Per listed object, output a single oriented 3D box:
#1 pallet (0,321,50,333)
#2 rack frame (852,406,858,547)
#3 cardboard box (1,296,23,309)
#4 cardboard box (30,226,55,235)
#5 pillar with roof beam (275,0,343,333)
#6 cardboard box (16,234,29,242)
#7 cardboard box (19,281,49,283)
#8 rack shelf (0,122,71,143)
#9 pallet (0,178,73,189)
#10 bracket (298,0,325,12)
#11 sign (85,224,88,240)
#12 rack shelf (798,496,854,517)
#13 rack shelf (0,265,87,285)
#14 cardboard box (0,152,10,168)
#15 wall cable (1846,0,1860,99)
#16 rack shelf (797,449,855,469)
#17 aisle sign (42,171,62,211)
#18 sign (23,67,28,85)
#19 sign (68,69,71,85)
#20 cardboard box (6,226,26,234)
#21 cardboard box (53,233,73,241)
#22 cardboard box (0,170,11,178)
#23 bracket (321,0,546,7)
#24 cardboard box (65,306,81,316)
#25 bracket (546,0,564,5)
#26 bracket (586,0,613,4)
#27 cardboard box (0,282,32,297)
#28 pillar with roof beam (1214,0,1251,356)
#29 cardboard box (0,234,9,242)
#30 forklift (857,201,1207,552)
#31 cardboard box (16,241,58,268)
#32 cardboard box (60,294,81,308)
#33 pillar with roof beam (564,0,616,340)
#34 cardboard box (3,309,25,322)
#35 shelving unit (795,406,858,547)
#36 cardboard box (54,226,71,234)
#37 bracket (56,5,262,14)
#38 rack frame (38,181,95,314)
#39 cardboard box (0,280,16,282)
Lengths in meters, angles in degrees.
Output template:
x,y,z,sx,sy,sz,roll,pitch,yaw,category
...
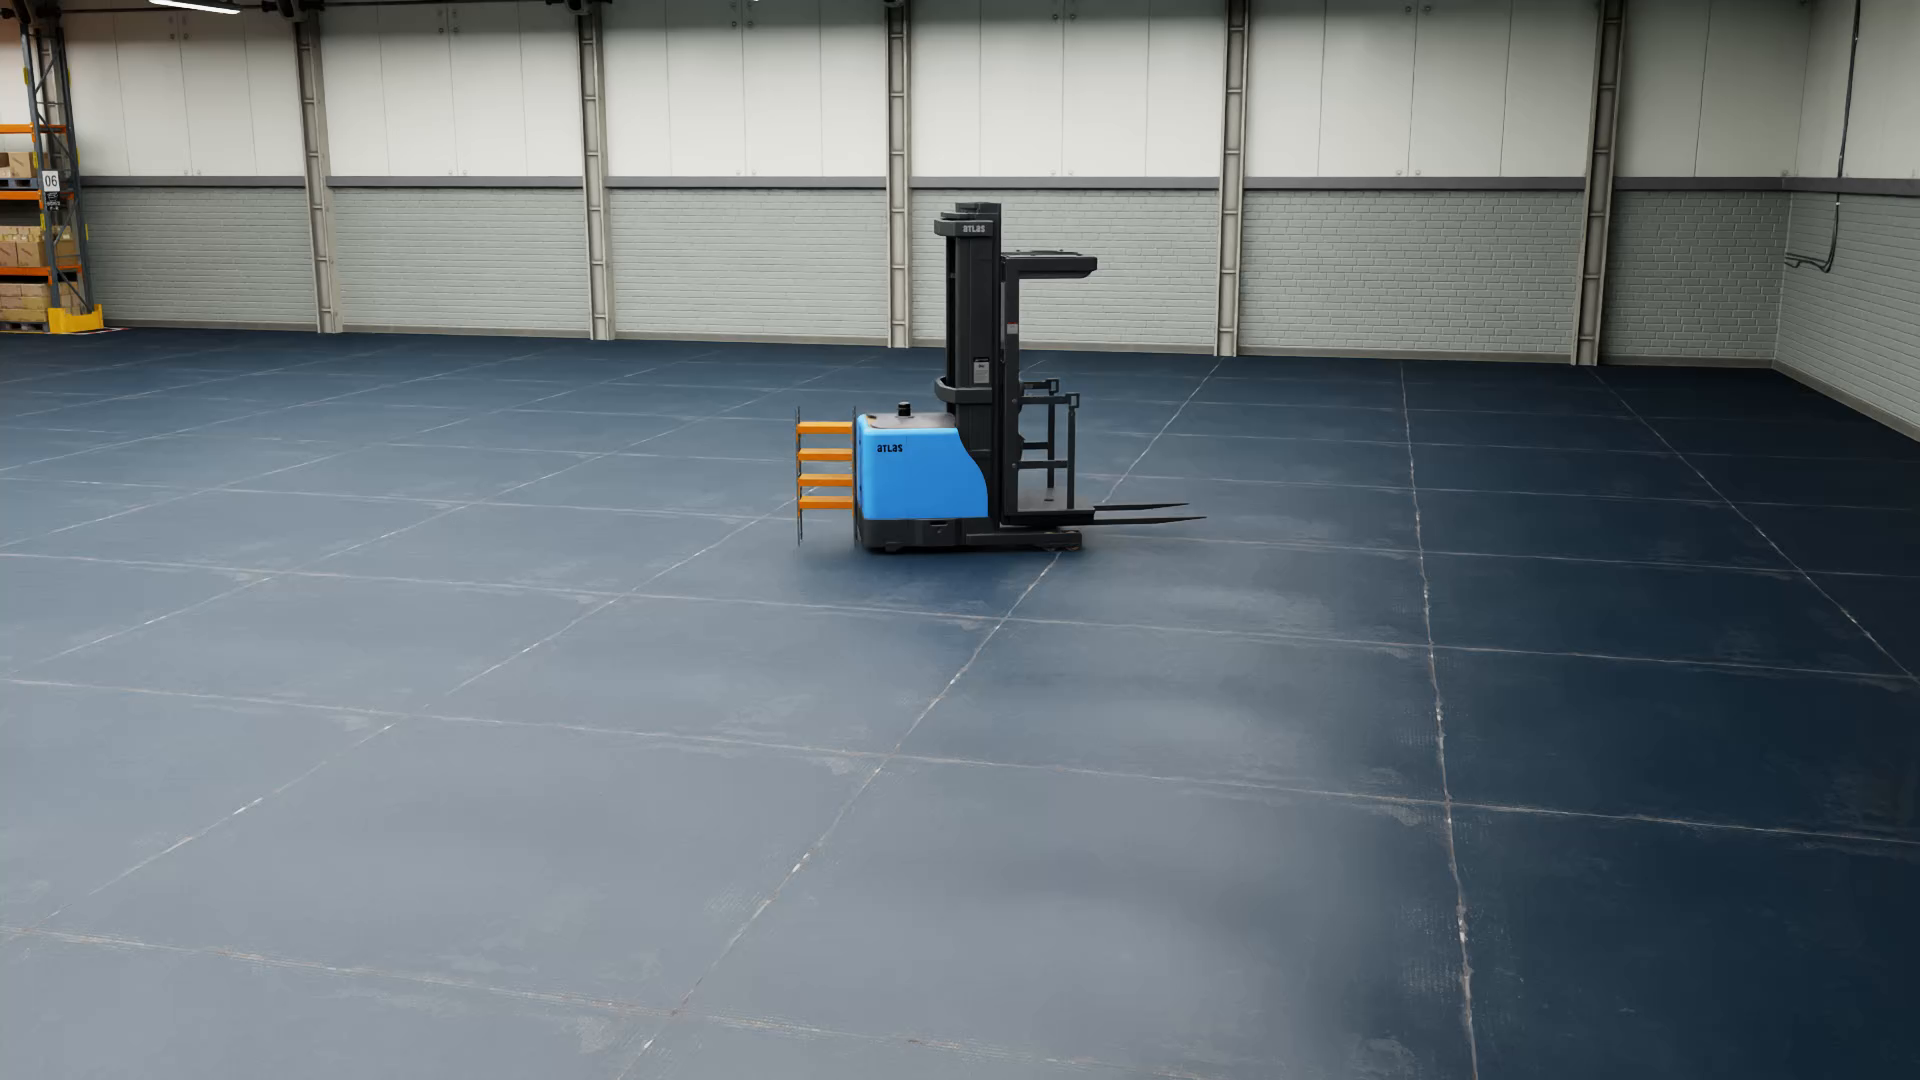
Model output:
x,y,z,sx,sy,sz,roll,pitch,yaw,category
-18.876,-4.432,34.223,1.213,0.211,1.003,3,13,14,pallet
-0.916,-0.555,14.465,0.015,1.200,0.240,0,13,1,rack frame
-19.156,-4.857,33.926,0.500,0.250,0.500,3,13,13,cardboard box
-18.522,-6.248,33.553,0.250,0.149,0.380,3,13,14,cardboard box
-13.790,-7.700,28.666,0.548,9.000,9.100,3,13,14,pillar with roof beam
-18.783,-6.094,33.548,0.250,0.149,0.380,3,13,14,cardboard box
-19.031,-5.203,34.332,0.500,0.250,0.500,3,13,14,cardboard box
-20.066,-8.249,33.722,4.000,0.370,1.077,3,13,14,rack shelf
-18.804,-7.226,33.657,1.213,0.211,1.003,3,13,14,pallet
-12.441,-10.267,31.923,0.430,0.232,0.235,3,13,14,bracket
-17.985,-6.340,34.205,0.005,0.325,0.100,3,13,14,sign
-1.160,-0.296,14.527,0.480,0.148,0.258,0,13,1,rack shelf
-20.066,-5.515,34.328,4.000,0.370,1.077,3,13,14,rack shelf
-19.582,-7.576,33.597,0.500,0.500,0.700,3,13,14,cardboard box
12.438,-7.310,22.415,0.112,2.526,3.097,3,13,14,wall cable
-1.160,-0.709,14.435,0.480,0.148,0.258,0,13,1,rack shelf
-18.130,-6.967,33.207,0.004,0.787,0.394,3,13,14,aisle sign
-18.268,-9.073,32.512,0.005,0.325,0.100,3,13,14,sign
-17.985,-9.341,33.539,0.005,0.325,0.100,3,13,14,sign
-19.029,-6.262,33.617,0.250,0.149,0.380,3,13,15,cardboard box
-18.391,-6.200,34.026,0.250,0.149,0.380,3,13,12,cardboard box
-19.001,-7.337,33.334,0.250,0.149,0.380,3,13,12,cardboard box
-9.923,-10.132,31.316,4.783,0.066,0.076,3,13,14,bracket
-18.554,-4.692,34.335,0.500,0.250,0.500,3,13,14,cardboard box
-7.421,-9.999,30.713,0.430,0.232,0.235,3,13,14,bracket
-6.615,-9.955,30.519,0.430,0.232,0.235,3,13,14,bracket
-19.143,-5.097,33.852,0.500,0.250,0.500,3,13,15,cardboard box
3.686,-6.766,24.455,0.548,9.000,9.100,3,13,14,pillar with roof beam
-19.258,-6.136,33.736,0.250,0.149,0.380,3,13,13,cardboard box
0.626,-1.447,14.490,3.031,2.935,1.130,-2,13,-7,forklift
-18.664,-5.782,33.638,0.500,0.500,0.500,3,13,12,cardboard box
-18.530,-4.937,34.287,0.500,0.250,0.500,3,13,15,cardboard box
-7.965,-7.389,27.262,0.548,9.000,9.100,3,13,14,pillar with roof beam
-19.136,-4.611,33.970,0.500,0.250,0.500,3,13,14,cardboard box
-1.160,-0.556,14.469,0.503,1.200,0.258,0,13,1,shelving unit
-18.399,-6.336,33.950,0.250,0.149,0.380,3,13,12,cardboard box
-15.748,-10.444,32.720,4.783,0.066,0.076,3,13,14,bracket
-18.124,-5.763,33.782,0.127,3.000,1.000,3,13,14,rack frame
-20.010,-5.260,34.585,0.500,0.250,0.500,3,13,12,cardboard box
